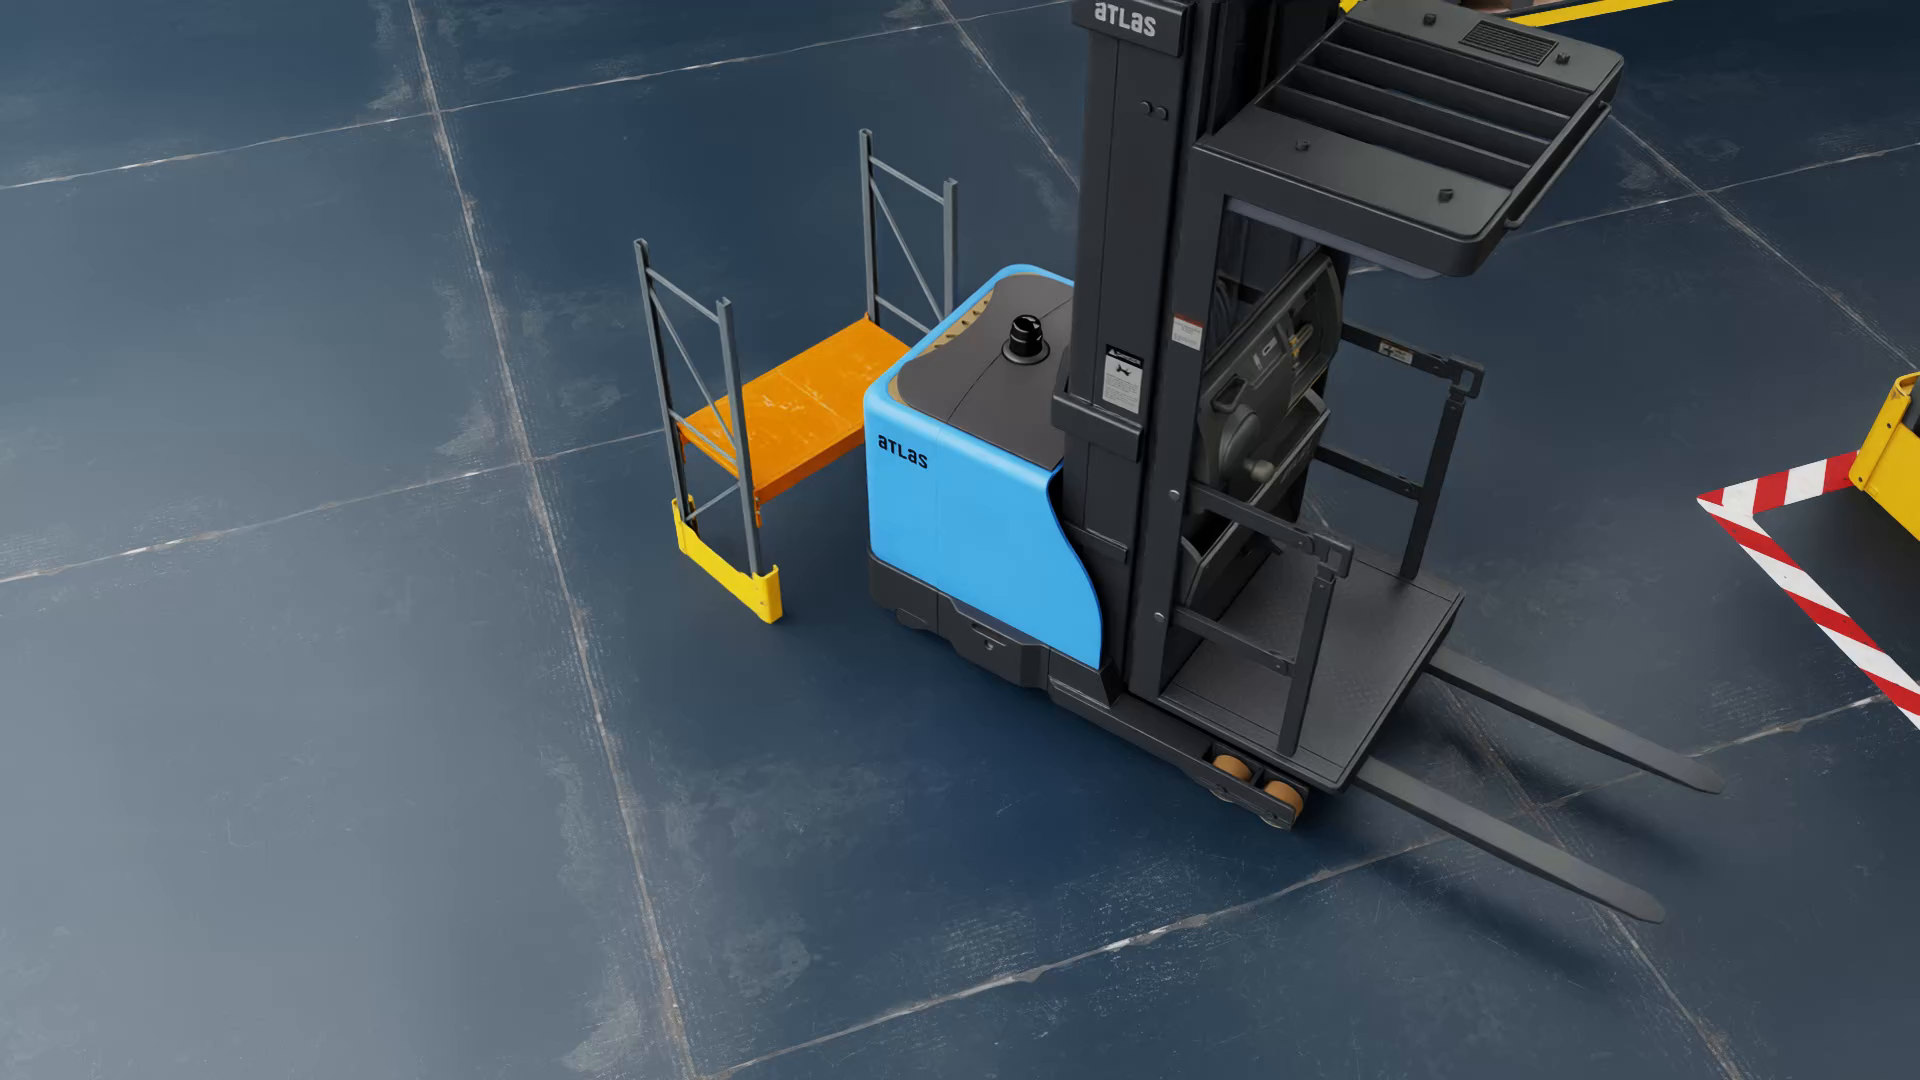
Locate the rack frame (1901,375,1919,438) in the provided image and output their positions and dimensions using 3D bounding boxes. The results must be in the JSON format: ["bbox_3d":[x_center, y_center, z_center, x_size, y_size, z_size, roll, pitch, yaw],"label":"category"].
[{"bbox_3d":[4.018,-0.981,5.609,0.127,3.000,1.000,-14,47,-14],"label":"rack frame"}]

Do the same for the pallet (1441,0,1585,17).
[{"bbox_3d":[3.158,-3.537,10.126,1.213,0.211,1.003,-14,47,-14],"label":"pallet"}]

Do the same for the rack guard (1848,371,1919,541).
[{"bbox_3d":[4.090,-0.116,6.513,0.348,0.500,1.175,-14,47,-14],"label":"rack guard"}]

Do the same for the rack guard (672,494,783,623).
[{"bbox_3d":[-0.911,0.069,6.505,0.087,0.250,0.587,-34,54,-29],"label":"rack guard"}]

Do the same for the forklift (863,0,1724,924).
[{"bbox_3d":[1.150,-0.473,5.152,3.031,2.935,1.130,26,51,24],"label":"forklift"}]

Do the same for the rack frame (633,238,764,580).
[{"bbox_3d":[-0.926,-0.363,6.053,0.032,1.500,0.500,-34,54,-29],"label":"rack frame"}]

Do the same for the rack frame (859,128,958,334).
[{"bbox_3d":[-0.190,-0.860,6.548,0.032,1.500,0.500,-34,54,-29],"label":"rack frame"}]

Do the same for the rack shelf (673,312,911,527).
[{"bbox_3d":[-0.558,-0.485,6.428,1.000,0.185,0.538,-34,54,-29],"label":"rack shelf"}]

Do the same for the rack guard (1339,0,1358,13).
[{"bbox_3d":[2.392,-3.447,9.833,0.348,0.500,1.175,-14,47,-14],"label":"rack guard"}]

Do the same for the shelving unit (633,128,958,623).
[{"bbox_3d":[-0.551,-0.616,6.305,1.083,1.500,0.587,-34,54,-29],"label":"shelving unit"}]
